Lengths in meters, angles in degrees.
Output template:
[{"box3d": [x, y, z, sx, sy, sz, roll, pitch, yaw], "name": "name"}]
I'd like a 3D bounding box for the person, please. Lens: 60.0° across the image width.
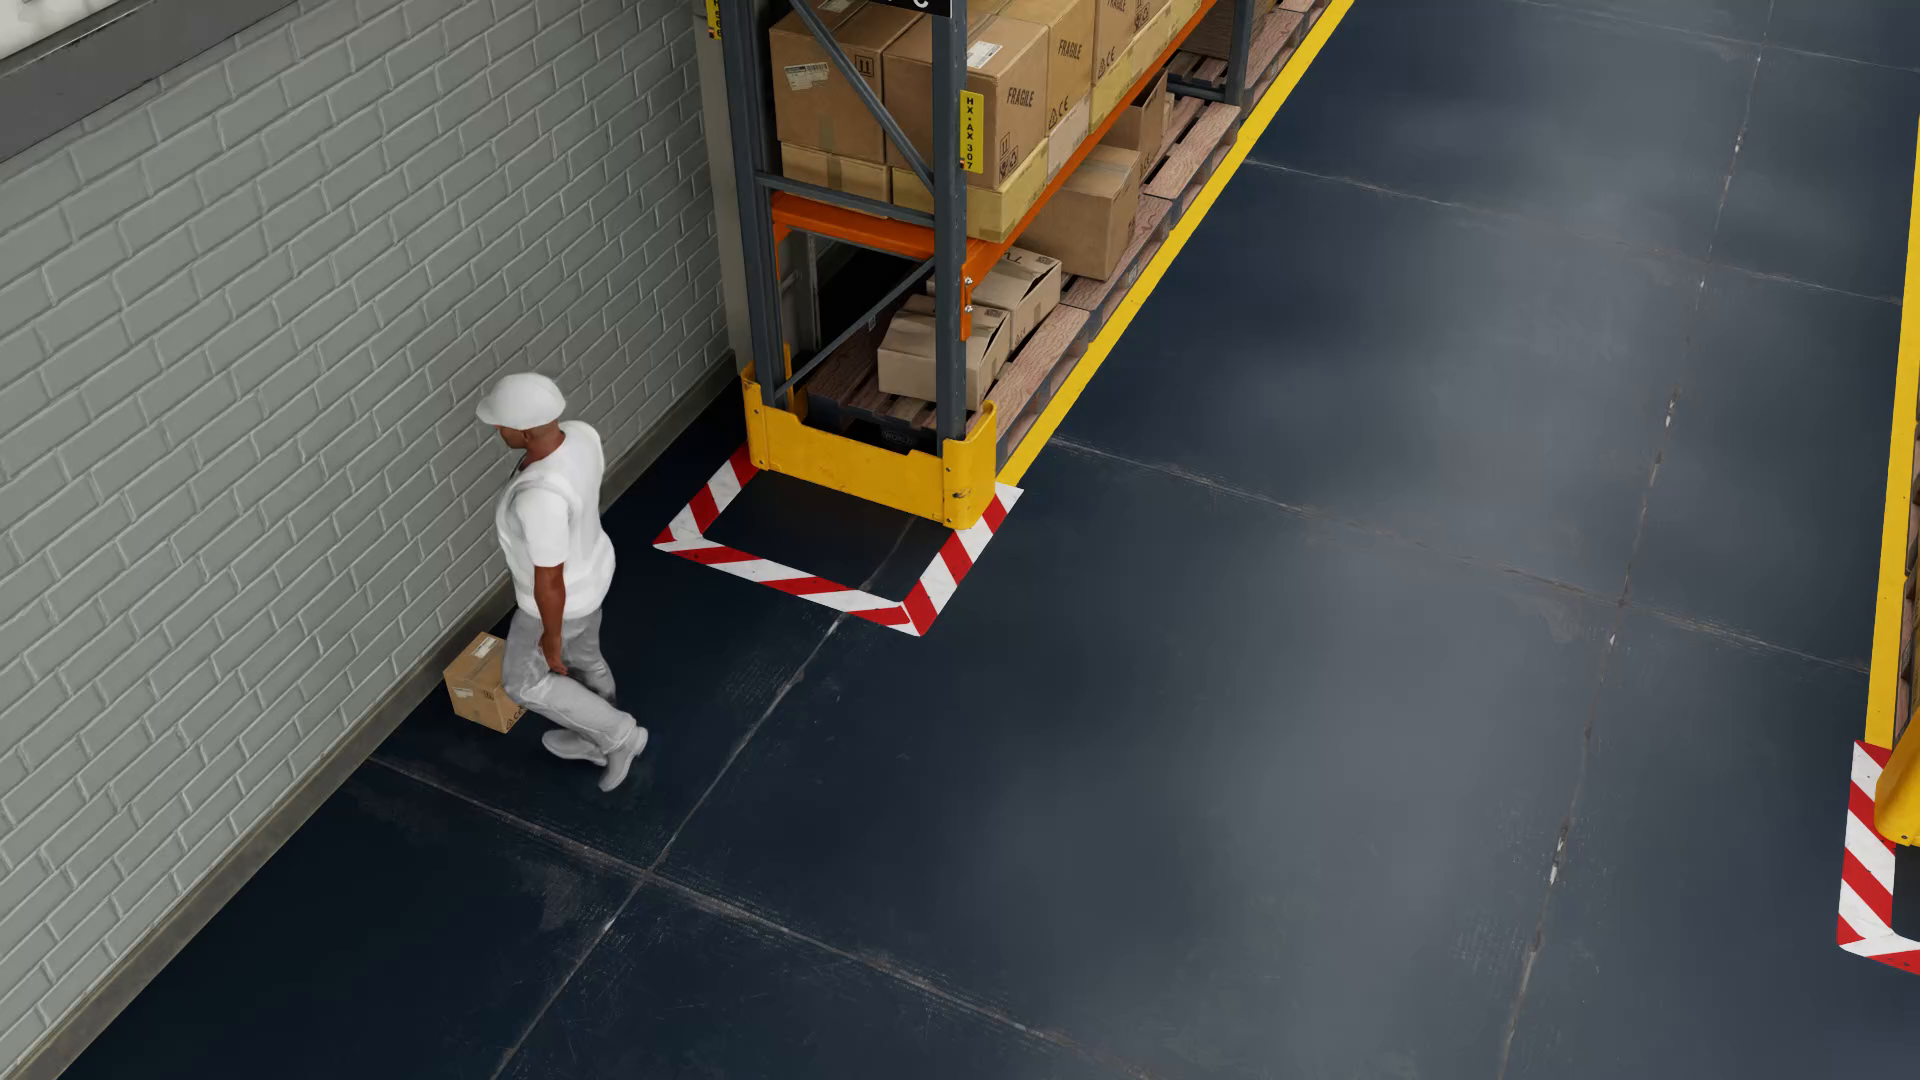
[{"box3d": [-1.425, 0.163, 5.929, 0.487, 1.769, 0.630, 5, 42, 6], "name": "person"}]
